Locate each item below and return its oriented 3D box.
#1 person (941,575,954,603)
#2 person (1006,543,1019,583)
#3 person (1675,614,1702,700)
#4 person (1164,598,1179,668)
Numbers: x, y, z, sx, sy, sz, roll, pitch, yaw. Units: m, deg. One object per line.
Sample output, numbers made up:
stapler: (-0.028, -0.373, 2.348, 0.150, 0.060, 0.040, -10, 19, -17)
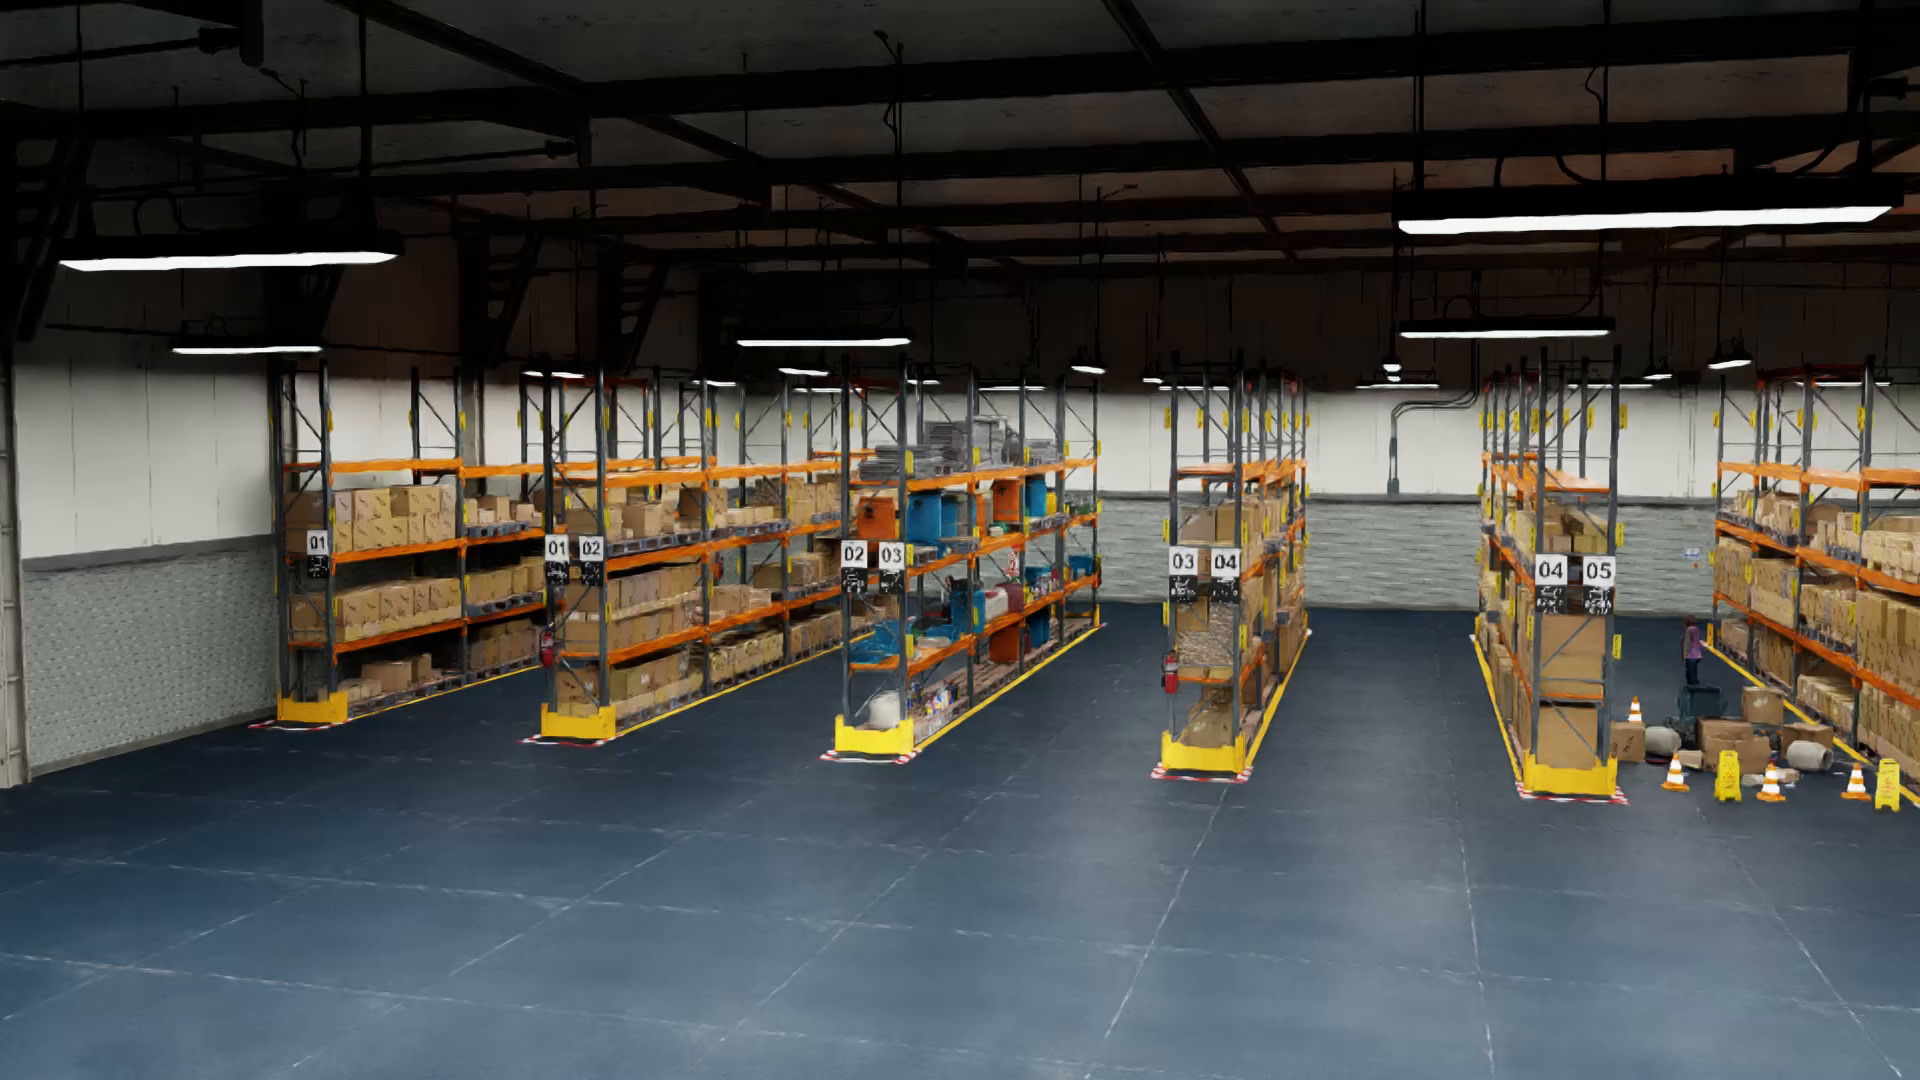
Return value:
person: (-0.228, 1.528, 37.579, 0.417, 1.517, 1.032, 1, 4, 17)
person: (1.352, 0.954, 43.991, 0.713, 1.785, 0.494, -2, 5, -31)
person: (12.844, 2.088, 29.275, 0.527, 1.592, 0.510, 4, 6, 43)
person: (4.325, 1.689, 33.503, 0.556, 1.781, 0.631, 4, 6, 45)
